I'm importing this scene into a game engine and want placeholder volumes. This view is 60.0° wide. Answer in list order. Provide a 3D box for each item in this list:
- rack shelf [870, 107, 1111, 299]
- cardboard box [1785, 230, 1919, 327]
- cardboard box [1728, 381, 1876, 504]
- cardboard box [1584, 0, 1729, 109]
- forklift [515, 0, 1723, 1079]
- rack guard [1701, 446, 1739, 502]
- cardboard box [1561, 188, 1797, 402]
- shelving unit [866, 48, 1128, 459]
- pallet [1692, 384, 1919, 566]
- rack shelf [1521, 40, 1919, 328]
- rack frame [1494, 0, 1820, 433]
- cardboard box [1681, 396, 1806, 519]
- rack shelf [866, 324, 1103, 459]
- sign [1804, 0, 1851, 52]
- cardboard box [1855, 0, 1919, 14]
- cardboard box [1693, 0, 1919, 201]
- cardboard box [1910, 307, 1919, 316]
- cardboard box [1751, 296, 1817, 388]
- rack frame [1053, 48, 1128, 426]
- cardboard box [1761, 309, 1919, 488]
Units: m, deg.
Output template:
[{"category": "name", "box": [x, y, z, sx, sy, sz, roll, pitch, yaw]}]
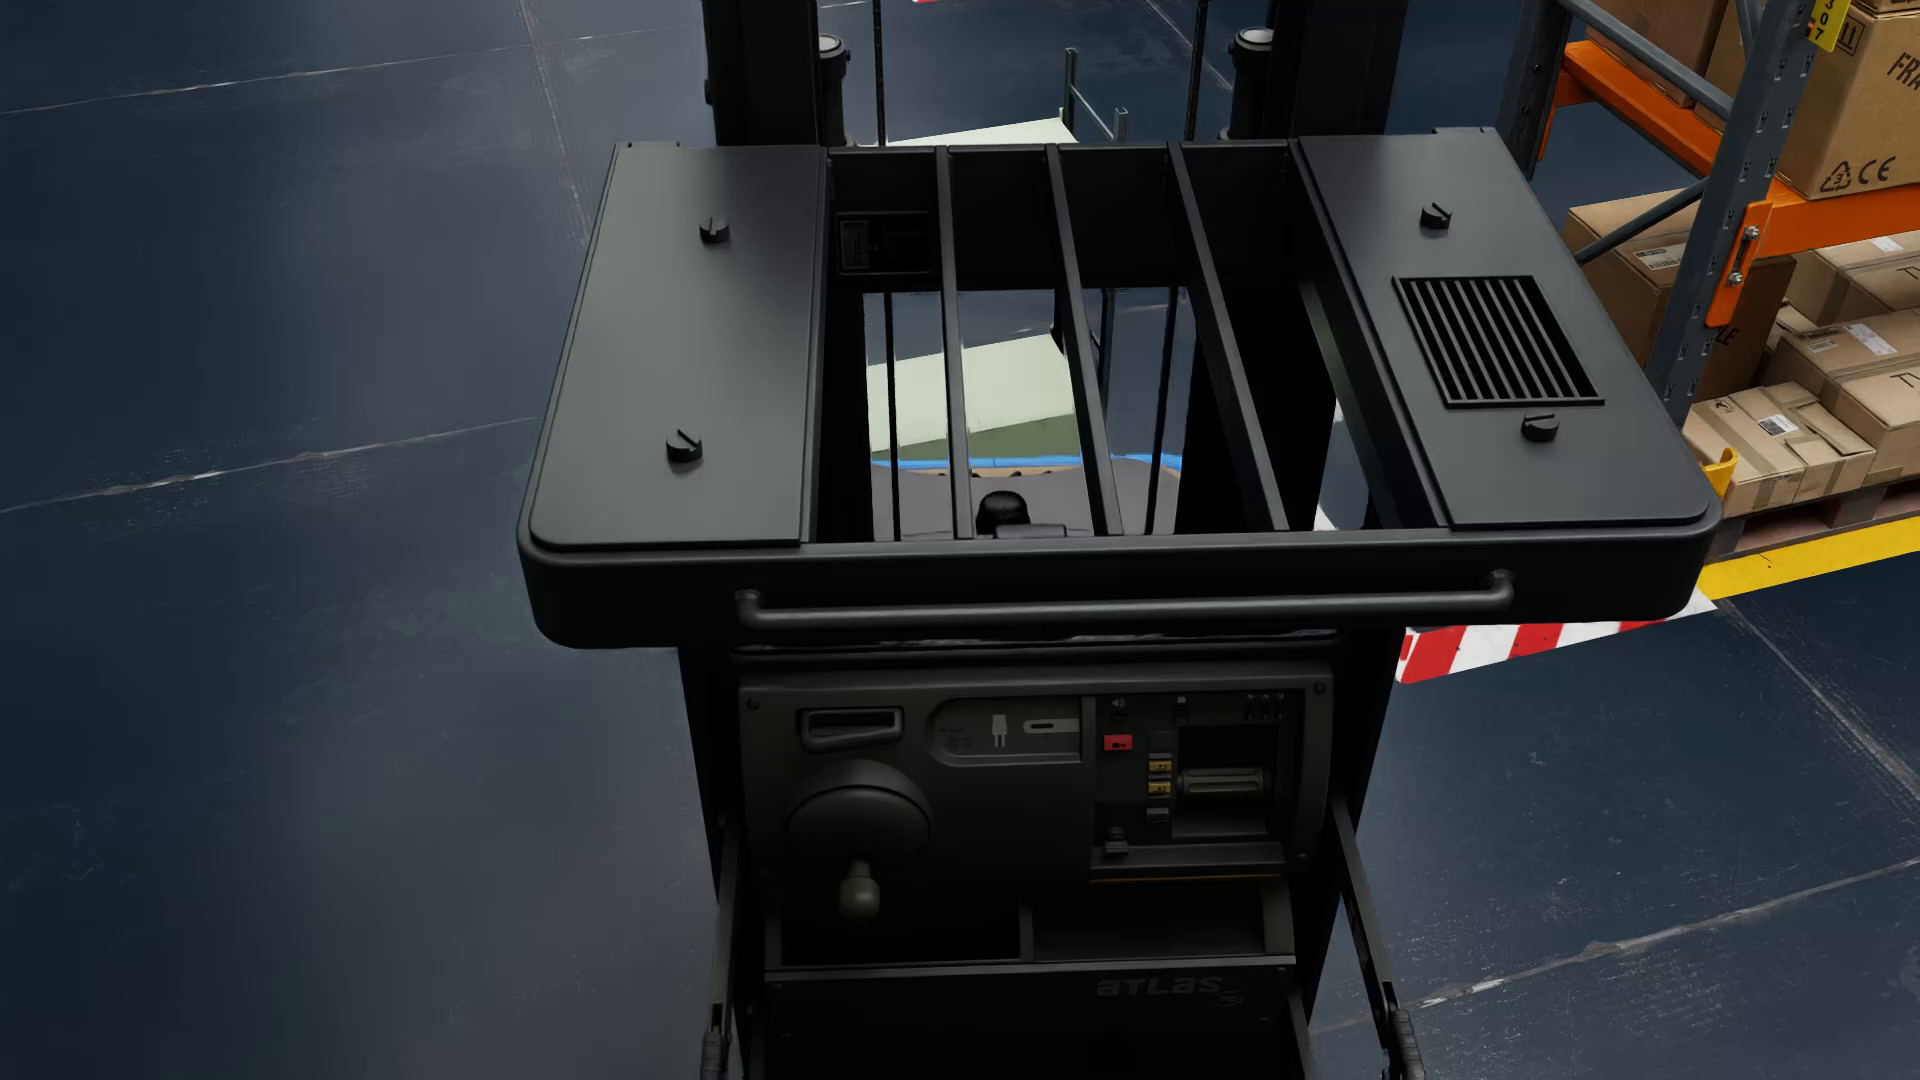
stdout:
[{"category": "rack shelf", "box": [0.006, -0.860, 4.501, 0.720, 0.370, 0.431, -12, 42, -13]}, {"category": "cardboard box", "box": [3.199, -0.858, 5.708, 0.500, 0.250, 0.500, -12, 42, -13]}, {"category": "cardboard box", "box": [2.581, -0.312, 5.146, 0.250, 0.166, 0.380, -12, 42, -13]}, {"category": "cardboard box", "box": [2.185, -1.594, 4.718, 0.500, 0.500, 0.500, -10, 42, -12]}, {"category": "forklift", "box": [0.132, 0.477, 2.477, 1.130, 2.935, 3.031, -1, 41, -2]}, {"category": "rack guard", "box": [1.912, -0.370, 5.294, 0.348, 0.500, 1.175, -12, 42, -13]}, {"category": "cardboard box", "box": [2.284, -0.783, 5.432, 0.500, 0.500, 0.500, -12, 42, -13]}, {"category": "shelving unit", "box": [0.006, -0.566, 4.758, 0.755, 1.500, 0.431, -12, 42, -13]}, {"category": "pallet", "box": [2.672, -0.420, 5.570, 1.213, 0.211, 1.003, -12, 42, -13]}, {"category": "rack shelf", "box": [3.747, -1.421, 5.143, 4.000, 0.370, 1.077, -12, 42, -13]}, {"category": "rack frame", "box": [1.840, -1.297, 4.454, 0.127, 3.000, 1.000, -12, 42, -13]}, {"category": "cardboard box", "box": [2.342, -0.256, 5.095, 0.250, 0.149, 0.380, -12, 42, -13]}, {"category": "rack shelf", "box": [0.006, -0.321, 4.973, 0.720, 0.370, 0.431, -12, 42, -13]}, {"category": "sign", "box": [2.003, -1.282, 3.780, 0.005, 0.325, 0.100, -12, 42, -13]}, {"category": "cardboard box", "box": [2.342, -1.633, 4.004, 0.500, 0.500, 0.500, -10, 42, -12]}, {"category": "cardboard box", "box": [2.342, -1.257, 4.332, 0.500, 0.500, 0.500, -11, 42, -12]}, {"category": "cardboard box", "box": [3.397, -0.554, 5.360, 0.500, 0.250, 0.500, -12, 42, -13]}, {"category": "cardboard box", "box": [2.698, -0.681, 5.569, 0.250, 0.166, 0.380, -12, 42, -13]}, {"category": "rack frame", "box": [0.355, -0.638, 4.841, 0.023, 1.500, 0.400, -12, 42, -13]}, {"category": "cardboard box", "box": [2.920, -0.455, 5.247, 0.500, 0.250, 0.500, -12, 42, -13]}]
